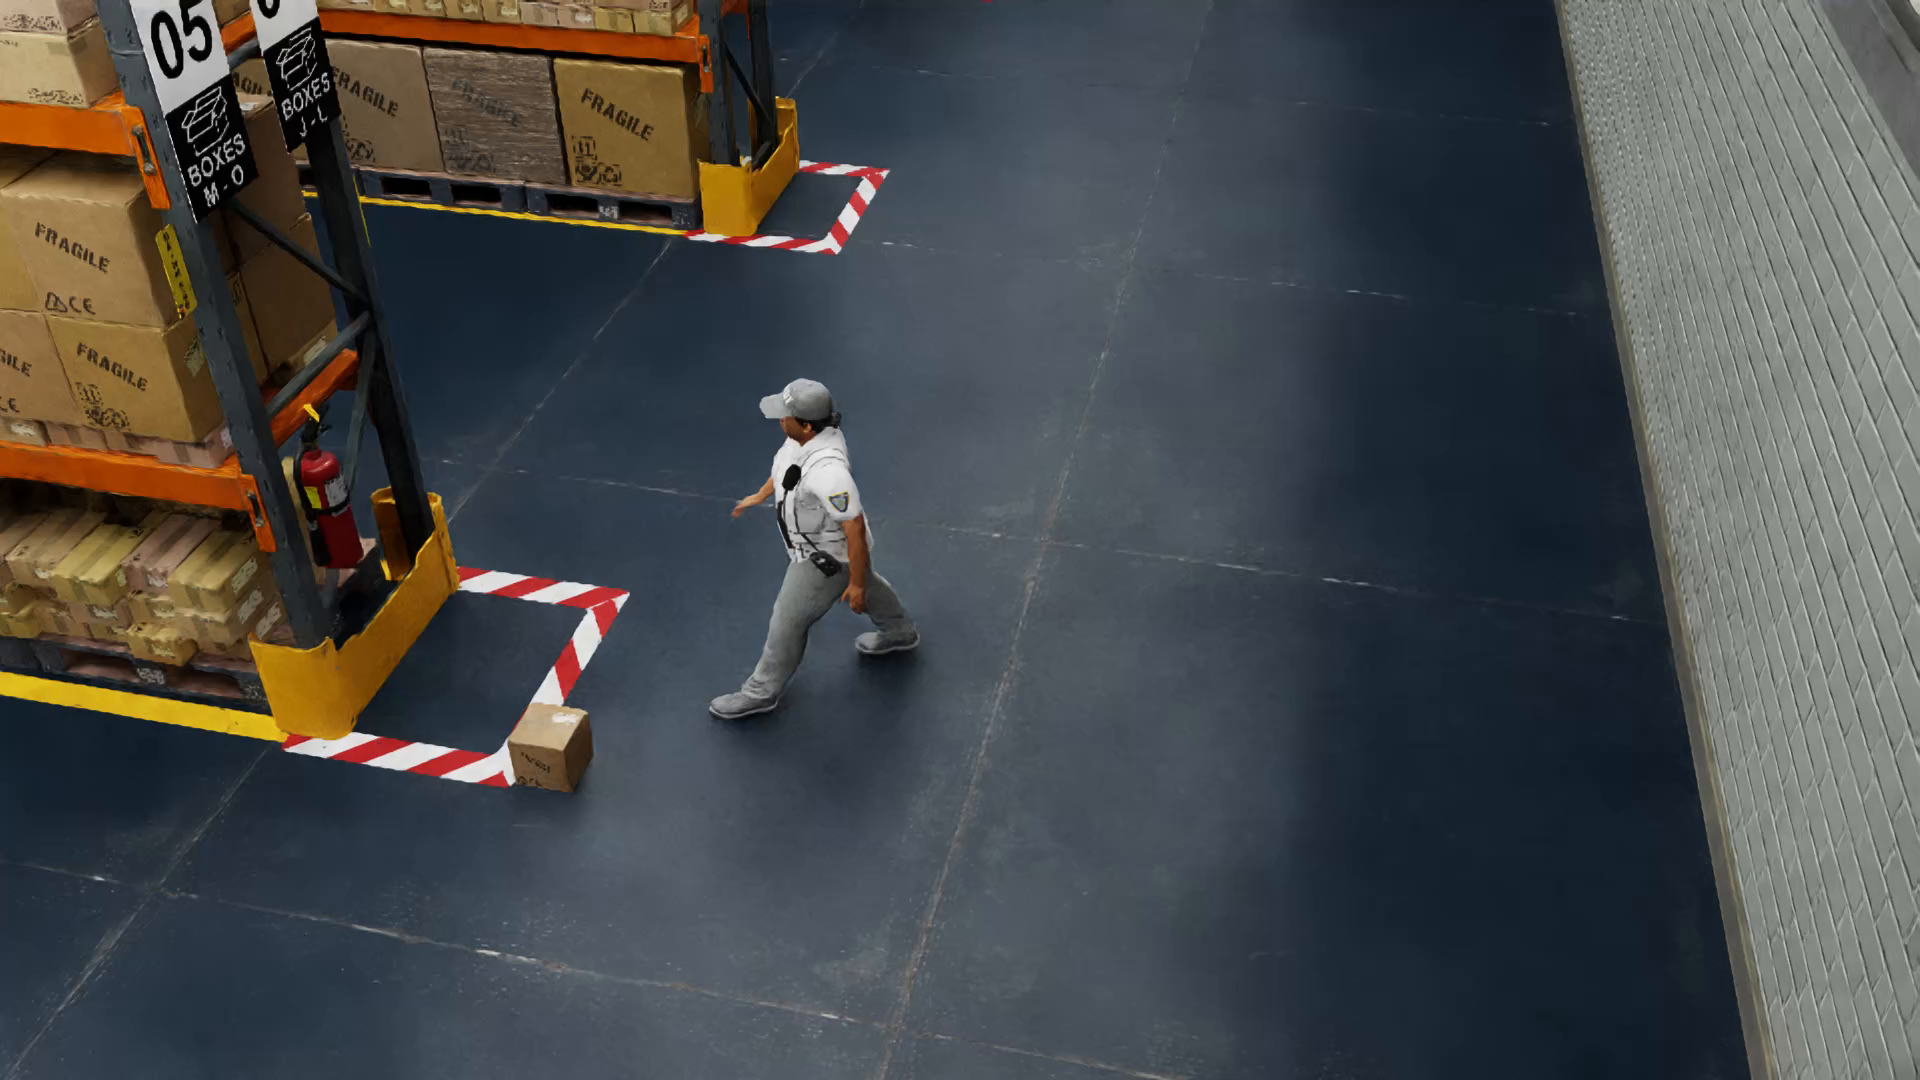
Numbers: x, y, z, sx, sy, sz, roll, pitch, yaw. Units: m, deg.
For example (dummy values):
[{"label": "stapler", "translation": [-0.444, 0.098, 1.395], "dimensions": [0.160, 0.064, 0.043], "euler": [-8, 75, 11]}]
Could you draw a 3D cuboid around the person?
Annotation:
[{"label": "person", "translation": [-0.625, 0.025, 6.931], "dimensions": [0.986, 1.607, 0.640], "euler": [-8, 37, -10]}]
